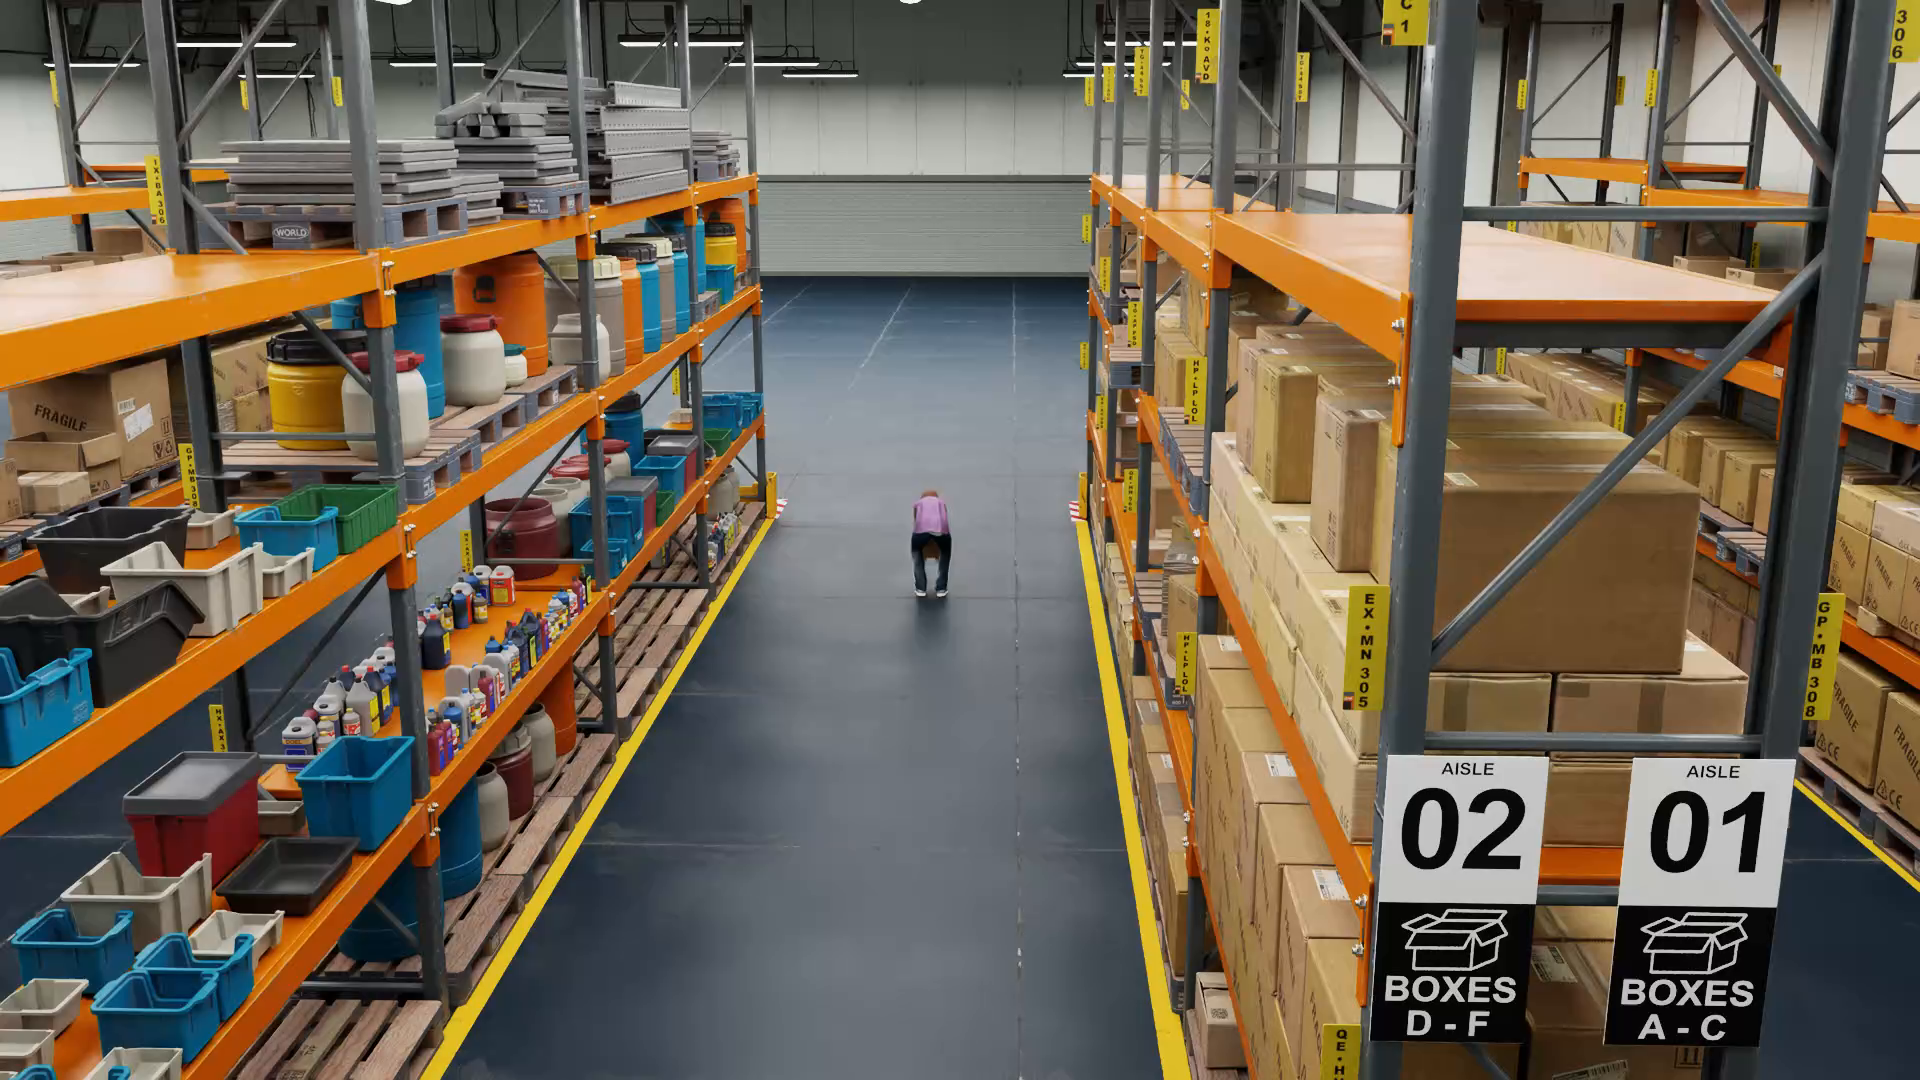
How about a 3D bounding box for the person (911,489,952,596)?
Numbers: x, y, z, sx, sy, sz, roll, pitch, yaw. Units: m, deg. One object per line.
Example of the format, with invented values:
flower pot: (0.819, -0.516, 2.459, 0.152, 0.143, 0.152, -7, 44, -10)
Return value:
person: (-0.297, 0.038, 17.104, 0.417, 0.997, 0.859, 0, 14, -1)
